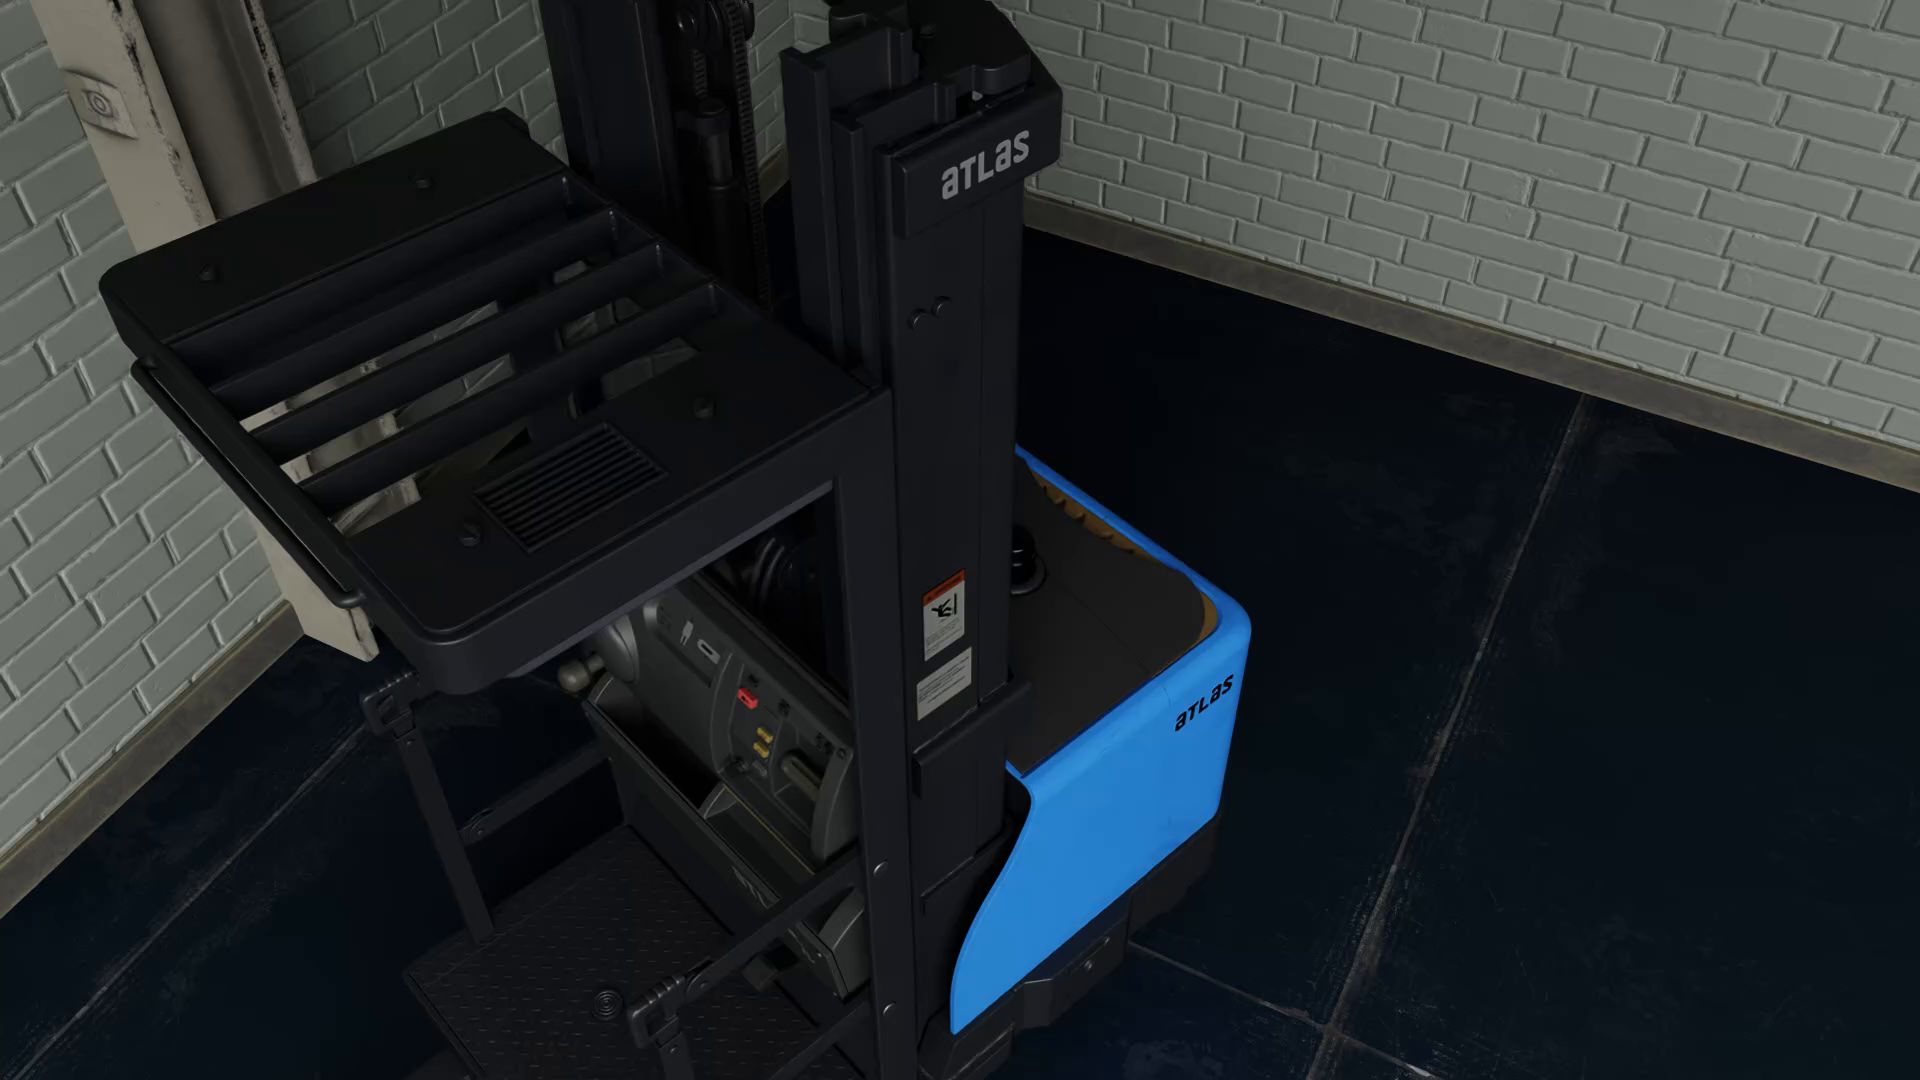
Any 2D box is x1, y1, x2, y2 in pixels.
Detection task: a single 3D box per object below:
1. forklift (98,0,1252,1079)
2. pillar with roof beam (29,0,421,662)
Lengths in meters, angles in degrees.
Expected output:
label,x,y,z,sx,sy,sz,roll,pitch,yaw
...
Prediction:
label,x,y,z,sx,sy,sz,roll,pitch,yaw
forklift,-0.694,0.361,3.333,3.031,2.935,1.130,-33,54,-28
pillar with roof beam,1.863,-1.522,0.927,9.100,9.000,0.400,20,49,19
